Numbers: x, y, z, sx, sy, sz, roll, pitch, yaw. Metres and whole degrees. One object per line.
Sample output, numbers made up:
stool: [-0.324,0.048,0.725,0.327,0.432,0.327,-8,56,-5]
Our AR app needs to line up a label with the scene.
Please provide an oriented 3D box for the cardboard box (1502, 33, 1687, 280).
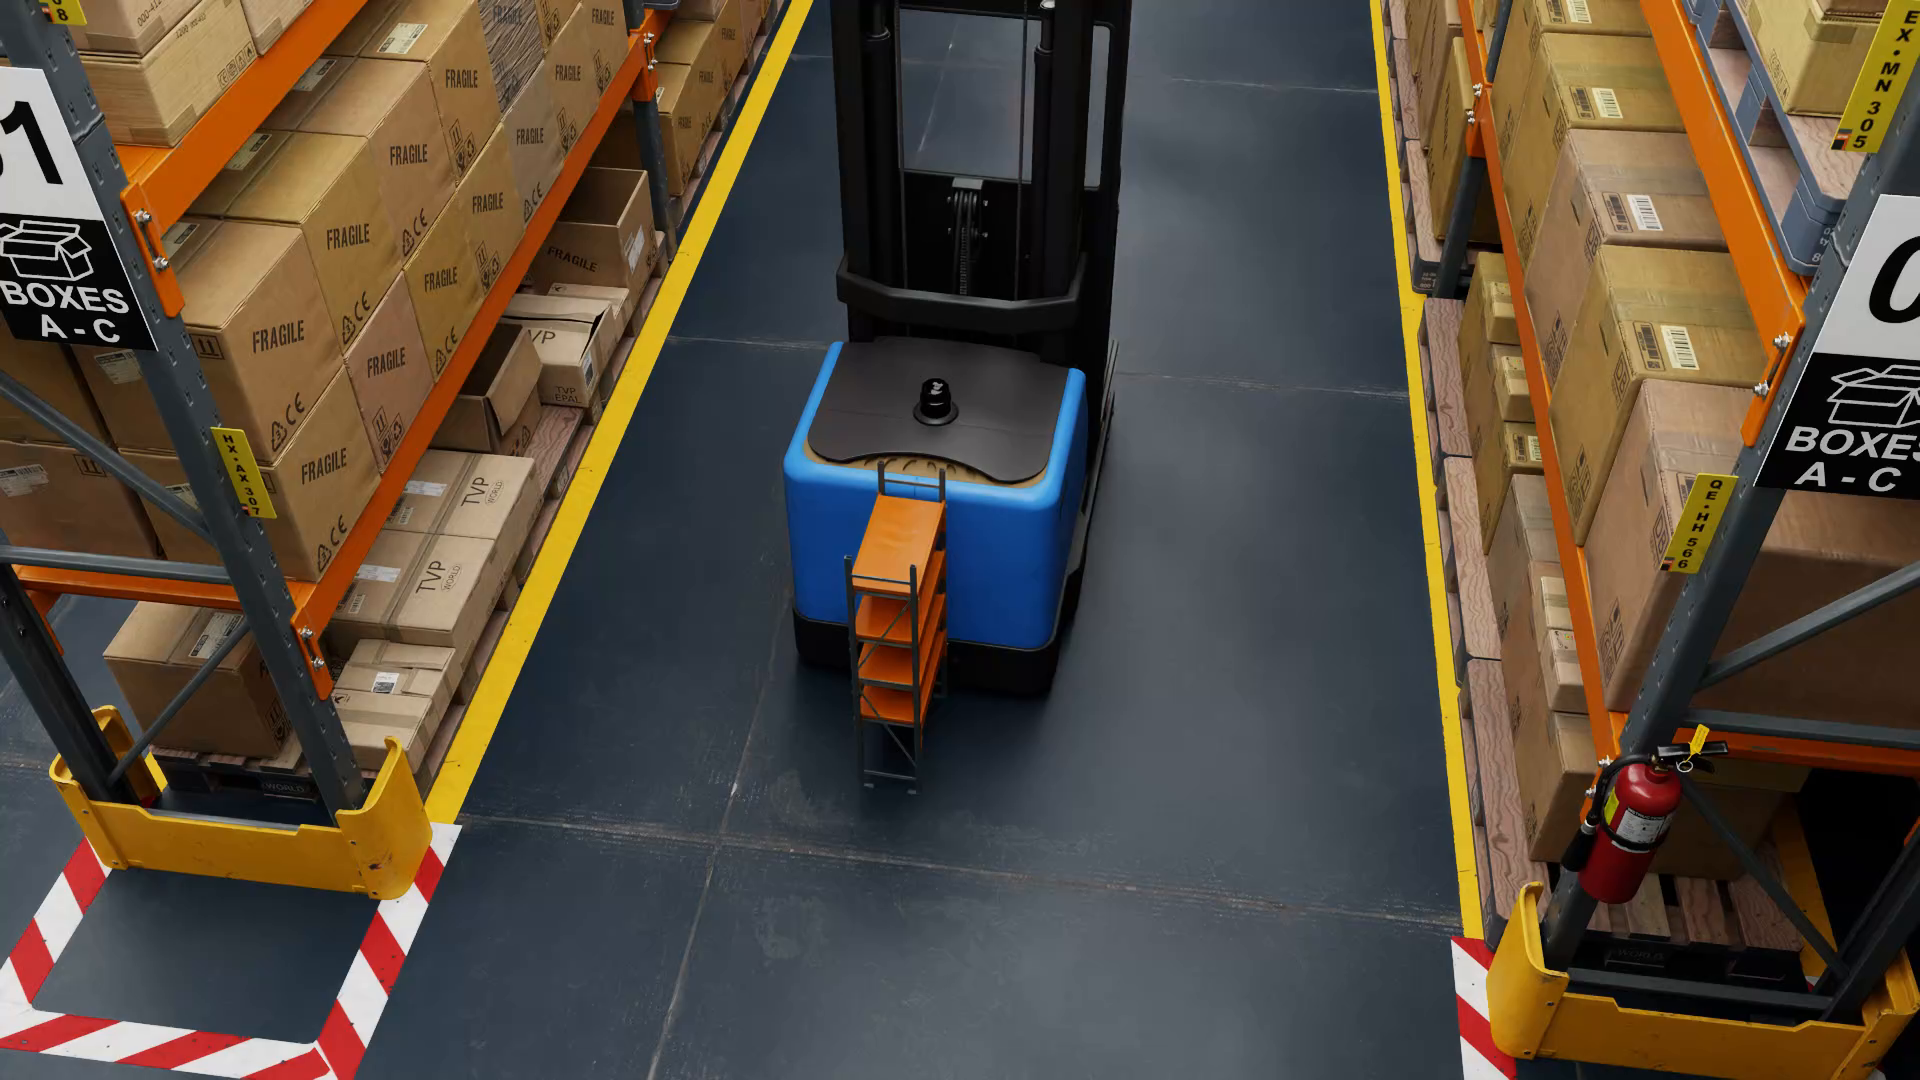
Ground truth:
cardboard box: [2.705,-1.442,6.395,0.980,0.700,0.700,4,44,4]

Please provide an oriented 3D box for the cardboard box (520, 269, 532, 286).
cardboard box: [-2.286,-1.563,8.377,0.500,0.311,0.500,5,44,6]

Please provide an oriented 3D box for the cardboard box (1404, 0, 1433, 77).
cardboard box: [3.074,-3.211,9.739,0.750,0.750,0.750,5,44,5]

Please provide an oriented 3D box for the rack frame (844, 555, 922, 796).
rack frame: [-0.262,0.506,5.865,0.240,1.200,0.015,7,44,8]

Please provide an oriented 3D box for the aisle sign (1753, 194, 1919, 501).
aisle sign: [2.059,-0.395,3.616,0.394,0.787,0.004,5,44,6]

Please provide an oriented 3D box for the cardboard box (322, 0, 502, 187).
cardboard box: [-2.026,-1.642,6.024,0.500,0.500,0.500,5,44,5]

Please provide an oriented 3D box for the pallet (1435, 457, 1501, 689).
pallet: [2.558,0.159,6.951,1.003,0.211,1.213,5,44,6]

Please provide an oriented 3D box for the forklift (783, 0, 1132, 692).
forklift: [0.117,-1.490,6.714,1.130,2.935,3.031,7,44,8]

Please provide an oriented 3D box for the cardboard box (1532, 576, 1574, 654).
cardboard box: [2.228,0.283,5.833,0.380,0.149,0.250,6,44,7]

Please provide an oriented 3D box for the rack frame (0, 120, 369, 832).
rack frame: [-2.545,0.080,5.006,1.000,3.000,0.127,5,44,6]

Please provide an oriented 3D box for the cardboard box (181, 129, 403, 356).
cardboard box: [-2.163,-0.955,5.299,0.500,0.500,0.500,6,44,6]

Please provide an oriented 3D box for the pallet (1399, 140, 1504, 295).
pallet: [2.922,-1.719,8.934,1.003,0.211,1.213,5,44,6]

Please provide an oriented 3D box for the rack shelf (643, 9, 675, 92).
rack shelf: [-1.752,-3.748,9.572,1.077,0.370,4.000,5,44,6]

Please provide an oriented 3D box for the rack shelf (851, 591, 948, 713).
rack shelf: [-0.216,0.390,6.085,0.258,0.148,0.480,7,44,8]

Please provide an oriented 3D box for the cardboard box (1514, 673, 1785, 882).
cardboard box: [2.359,0.797,5.762,0.700,0.500,0.500,5,44,6]

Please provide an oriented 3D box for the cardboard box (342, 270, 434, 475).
cardboard box: [-2.162,-0.587,5.638,0.500,0.500,0.500,5,44,5]

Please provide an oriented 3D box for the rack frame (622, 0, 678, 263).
rack frame: [-2.016,-2.646,7.885,1.000,3.000,0.127,5,44,6]

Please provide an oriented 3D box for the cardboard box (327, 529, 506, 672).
cardboard box: [-2.126,0.233,6.524,0.500,0.250,0.500,5,44,6]

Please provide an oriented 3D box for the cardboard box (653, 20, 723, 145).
cardboard box: [-1.651,-2.570,9.303,0.500,0.500,0.500,6,44,6]

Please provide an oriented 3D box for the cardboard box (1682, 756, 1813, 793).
cardboard box: [2.541,0.665,5.430,0.380,0.149,0.250,6,44,6]

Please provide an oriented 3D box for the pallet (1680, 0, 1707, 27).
pallet: [2.612,-1.870,4.948,1.003,0.211,1.213,5,44,6]

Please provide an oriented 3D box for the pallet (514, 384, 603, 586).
pallet: [-2.267,-0.332,7.469,1.003,0.211,1.213,5,44,6]

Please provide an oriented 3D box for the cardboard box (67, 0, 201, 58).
cardboard box: [-2.219,-1.463,4.199,0.500,0.250,0.500,5,44,6]

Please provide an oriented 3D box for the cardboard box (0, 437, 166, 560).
cardboard box: [-2.756,-0.286,5.320,0.500,0.500,0.500,6,44,7]

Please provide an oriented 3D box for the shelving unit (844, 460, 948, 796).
shelving unit: [-0.216,0.341,6.039,0.258,1.200,0.503,7,44,8]

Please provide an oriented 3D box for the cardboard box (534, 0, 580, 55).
cardboard box: [-1.892,-2.328,6.749,0.500,0.500,0.500,4,44,5]

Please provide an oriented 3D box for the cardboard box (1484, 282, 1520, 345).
cardboard box: [2.468,-0.962,7.147,0.380,0.149,0.250,7,44,7]

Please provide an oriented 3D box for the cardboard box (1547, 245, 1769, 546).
cardboard box: [2.508,-0.427,5.323,0.980,0.700,0.700,5,44,5]

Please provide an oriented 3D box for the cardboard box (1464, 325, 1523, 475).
cardboard box: [2.624,-0.601,7.238,0.700,0.500,0.500,5,44,5]

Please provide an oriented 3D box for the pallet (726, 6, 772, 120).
pallet: [-1.787,-3.025,10.314,1.003,0.211,1.213,5,44,6]

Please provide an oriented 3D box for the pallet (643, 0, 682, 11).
pallet: [-1.802,-3.111,8.516,1.003,0.211,1.213,5,44,6]

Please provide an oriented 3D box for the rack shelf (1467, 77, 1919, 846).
rack shelf: [2.630,-0.574,6.220,1.077,0.370,4.000,5,44,6]

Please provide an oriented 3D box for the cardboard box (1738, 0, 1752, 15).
cardboard box: [2.267,-1.574,4.302,0.500,0.250,0.500,4,44,4]

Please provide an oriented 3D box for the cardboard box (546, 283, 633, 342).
cardboard box: [-1.800,-1.096,8.001,0.380,0.149,0.250,5,44,6]

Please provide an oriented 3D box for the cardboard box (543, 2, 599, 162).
cardboard box: [-1.895,-1.967,7.095,0.500,0.500,0.500,6,44,7]

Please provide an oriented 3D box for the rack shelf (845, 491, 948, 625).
rack shelf: [-0.216,0.056,5.769,0.258,0.148,0.480,7,44,8]

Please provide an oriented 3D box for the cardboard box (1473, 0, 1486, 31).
cardboard box: [2.668,-2.545,7.946,0.380,0.149,0.250,6,44,6]

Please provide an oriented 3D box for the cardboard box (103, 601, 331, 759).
cardboard box: [-2.717,0.435,6.129,0.500,0.500,0.500,5,44,6]

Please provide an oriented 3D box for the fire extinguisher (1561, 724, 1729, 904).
fire extinguisher: [1.888,0.752,4.624,0.296,0.674,0.183,5,44,6]

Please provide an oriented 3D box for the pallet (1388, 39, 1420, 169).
pallet: [3.081,-2.552,9.814,1.003,0.211,1.213,5,44,6]

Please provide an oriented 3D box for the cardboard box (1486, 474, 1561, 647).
cardboard box: [2.491,0.113,6.484,0.700,0.500,0.500,4,44,4]

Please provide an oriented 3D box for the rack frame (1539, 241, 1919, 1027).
rack frame: [2.366,0.528,4.533,1.000,3.000,0.127,5,44,6]

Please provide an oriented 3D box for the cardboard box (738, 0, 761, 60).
cardboard box: [-1.510,-3.255,10.026,0.500,0.500,0.500,4,44,4]

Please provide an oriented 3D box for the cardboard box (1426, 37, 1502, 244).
cardboard box: [2.852,-2.025,8.487,0.750,0.750,0.750,6,44,6]

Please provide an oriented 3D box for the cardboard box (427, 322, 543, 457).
cardboard box: [-2.260,-0.619,7.239,0.797,0.503,0.637,5,44,6]

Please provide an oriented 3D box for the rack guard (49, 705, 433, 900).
rack guard: [-2.535,0.936,5.920,1.175,0.500,0.348,5,44,6]

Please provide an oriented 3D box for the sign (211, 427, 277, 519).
sign: [-2.007,-0.185,4.656,0.100,0.325,0.005,5,44,6]

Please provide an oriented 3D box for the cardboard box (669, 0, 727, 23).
cardboard box: [-1.579,-3.160,9.380,0.500,0.250,0.500,5,44,6]

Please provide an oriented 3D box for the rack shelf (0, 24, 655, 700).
rack shelf: [-2.281,-1.022,6.693,1.077,0.370,4.000,5,44,6]

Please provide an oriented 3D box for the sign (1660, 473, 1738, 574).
sign: [1.830,-0.038,4.116,0.100,0.325,0.005,5,44,6]

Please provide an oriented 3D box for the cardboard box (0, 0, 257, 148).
cardboard box: [-2.225,-1.282,4.372,0.500,0.250,0.500,5,44,6]

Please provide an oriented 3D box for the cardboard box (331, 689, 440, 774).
cardboard box: [-2.149,0.701,6.103,0.380,0.149,0.250,5,44,6]

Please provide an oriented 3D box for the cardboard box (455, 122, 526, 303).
cardboard box: [-2.025,-1.269,6.358,0.500,0.500,0.500,6,44,6]
